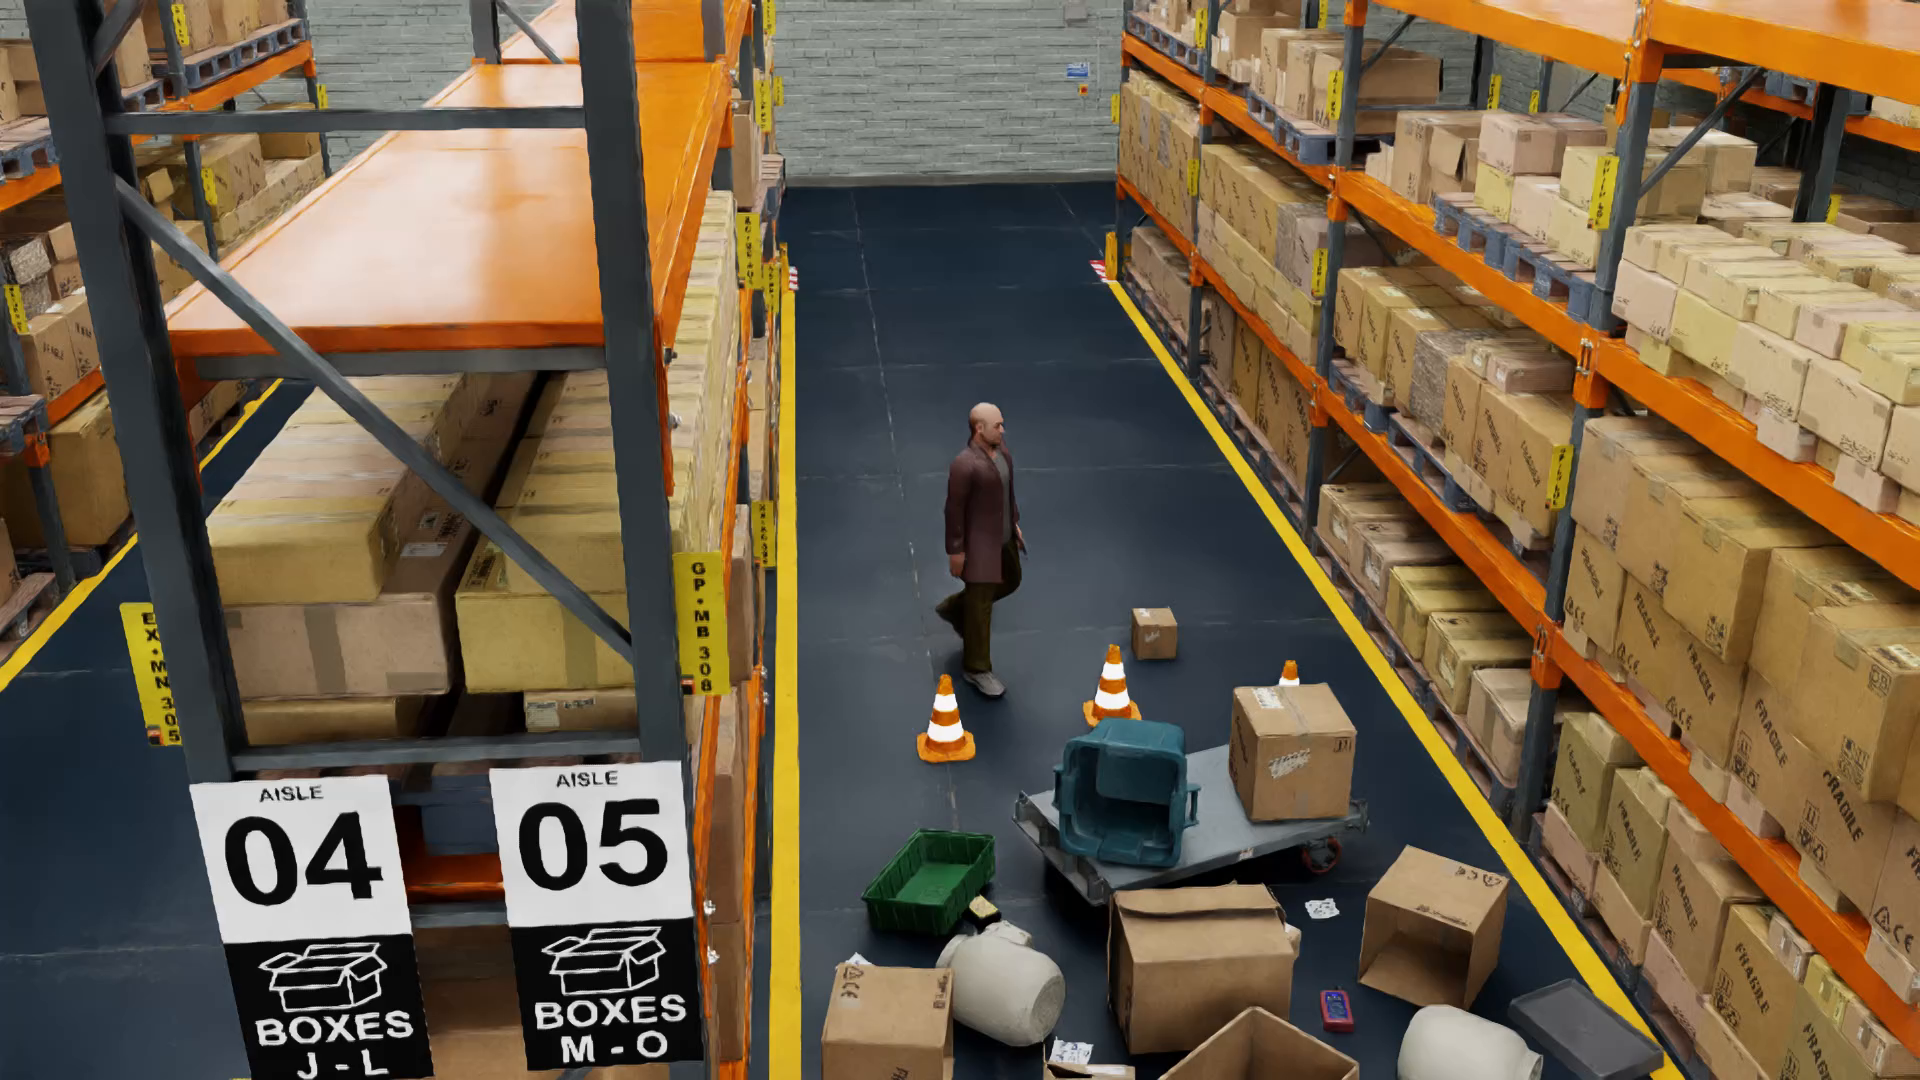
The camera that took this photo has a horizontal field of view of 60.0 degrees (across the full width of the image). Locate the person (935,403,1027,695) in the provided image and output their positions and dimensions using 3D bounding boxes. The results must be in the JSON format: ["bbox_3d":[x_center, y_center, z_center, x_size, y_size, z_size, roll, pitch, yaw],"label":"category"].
[{"bbox_3d":[0.100,-0.010,10.337,0.703,1.771,0.697,11,26,24],"label":"person"}]
